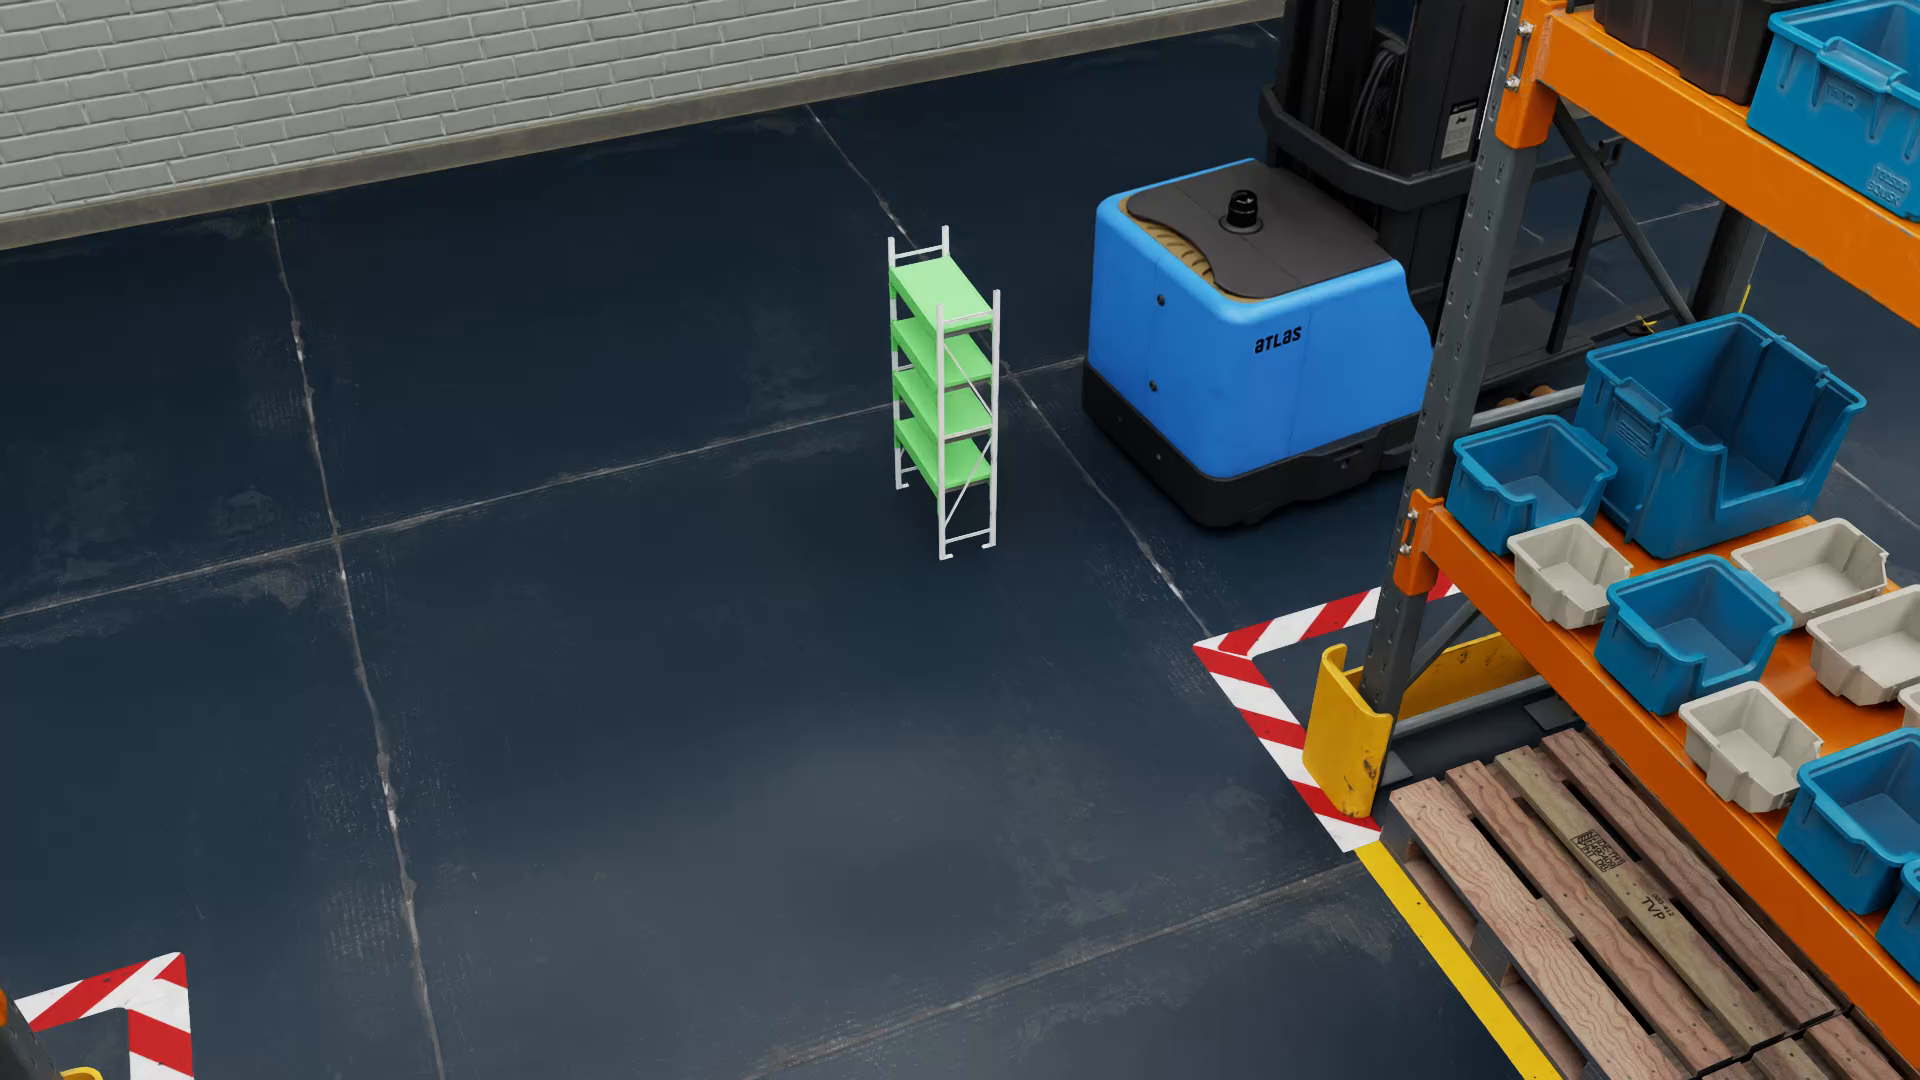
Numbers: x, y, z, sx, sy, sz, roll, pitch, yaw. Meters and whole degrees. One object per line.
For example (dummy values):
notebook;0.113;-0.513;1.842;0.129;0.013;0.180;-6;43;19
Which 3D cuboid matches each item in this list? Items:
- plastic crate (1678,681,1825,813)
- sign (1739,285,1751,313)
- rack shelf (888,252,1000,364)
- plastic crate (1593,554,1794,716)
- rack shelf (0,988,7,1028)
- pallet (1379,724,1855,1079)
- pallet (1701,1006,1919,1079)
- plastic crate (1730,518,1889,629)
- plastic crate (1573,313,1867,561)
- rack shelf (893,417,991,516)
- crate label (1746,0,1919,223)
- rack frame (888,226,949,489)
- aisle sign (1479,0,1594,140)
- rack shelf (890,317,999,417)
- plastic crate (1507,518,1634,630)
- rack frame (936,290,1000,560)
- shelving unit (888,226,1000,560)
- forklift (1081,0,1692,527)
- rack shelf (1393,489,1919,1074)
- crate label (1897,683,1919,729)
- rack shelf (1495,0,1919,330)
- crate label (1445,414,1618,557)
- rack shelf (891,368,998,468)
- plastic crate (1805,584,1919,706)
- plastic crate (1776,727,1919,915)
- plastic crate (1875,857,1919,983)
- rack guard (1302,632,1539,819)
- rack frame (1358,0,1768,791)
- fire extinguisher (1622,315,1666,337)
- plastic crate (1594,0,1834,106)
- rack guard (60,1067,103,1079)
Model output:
plastic crate;1.906;0.515;4.007;0.250;0.136;0.298;-15;43;-17
sign;2.312;-0.625;5.051;0.100;0.325;0.005;-15;43;-17
rack shelf;-0.063;-0.870;6.203;0.258;0.148;0.480;-15;43;-17
plastic crate;1.852;0.252;4.238;0.416;0.233;0.300;-15;43;-17
rack shelf;-2.003;2.295;2.332;1.077;0.370;4.000;-15;43;-17
pallet;2.089;1.148;5.253;1.003;0.211;1.213;-15;43;-17
pallet;2.552;1.882;4.400;1.003;0.211;1.213;-15;43;-17
plastic crate;2.289;0.108;4.480;0.396;0.136;0.243;-15;43;-17
plastic crate;2.110;-0.297;4.721;0.616;0.435;0.499;-15;43;-17
rack shelf;-0.063;-0.324;6.673;0.258;0.148;0.480;-15;43;-17
crate label;1.864;-0.860;3.263;0.408;0.251;0.502;-15;43;-17
rack frame;-0.157;-0.702;6.646;0.240;1.200;0.015;-15;43;-17
aisle sign;1.508;-1.371;4.049;0.394;0.787;0.004;-15;43;-17
rack shelf;-0.063;-0.688;6.360;0.258;0.148;0.480;-15;43;-17
plastic crate;1.646;0.106;4.482;0.250;0.136;0.298;-15;43;-17
rack frame;0.030;-0.408;6.304;0.240;1.200;0.015;-15;43;-17
shelving unit;-0.063;-0.555;6.475;0.258;1.200;0.503;-15;43;-17
forklift;2.081;-1.850;6.654;3.031;2.935;1.130;-19;44;-21
rack shelf;2.575;1.062;3.766;1.077;0.370;4.000;-15;43;-17
crate label;2.516;0.447;4.085;0.396;0.136;0.243;-15;43;-17
rack shelf;2.575;-0.075;2.788;1.077;0.370;4.000;-15;43;-17
crate label;1.600;-0.144;4.699;0.416;0.233;0.303;-15;43;-17
rack shelf;-0.063;-0.506;6.516;0.258;0.148;0.480;-15;43;-17
plastic crate;2.386;0.286;4.273;0.396;0.136;0.243;-15;43;-17
plastic crate;2.104;0.649;3.777;0.416;0.233;0.300;-15;43;-17
plastic crate;2.218;0.830;3.567;0.416;0.233;0.300;-15;43;-17
rack guard;1.788;0.521;5.761;1.175;0.500;0.348;-15;43;-17
rack frame;1.810;-0.416;4.933;1.000;3.000;0.127;-15;43;-17
fire extinguisher;2.172;-0.449;5.317;0.296;0.674;0.183;-15;43;-17
plastic crate;1.699;-1.202;3.647;0.497;0.269;0.590;-15;43;-17
rack guard;-2.739;1.811;4.260;1.175;0.500;0.348;-15;43;-17
